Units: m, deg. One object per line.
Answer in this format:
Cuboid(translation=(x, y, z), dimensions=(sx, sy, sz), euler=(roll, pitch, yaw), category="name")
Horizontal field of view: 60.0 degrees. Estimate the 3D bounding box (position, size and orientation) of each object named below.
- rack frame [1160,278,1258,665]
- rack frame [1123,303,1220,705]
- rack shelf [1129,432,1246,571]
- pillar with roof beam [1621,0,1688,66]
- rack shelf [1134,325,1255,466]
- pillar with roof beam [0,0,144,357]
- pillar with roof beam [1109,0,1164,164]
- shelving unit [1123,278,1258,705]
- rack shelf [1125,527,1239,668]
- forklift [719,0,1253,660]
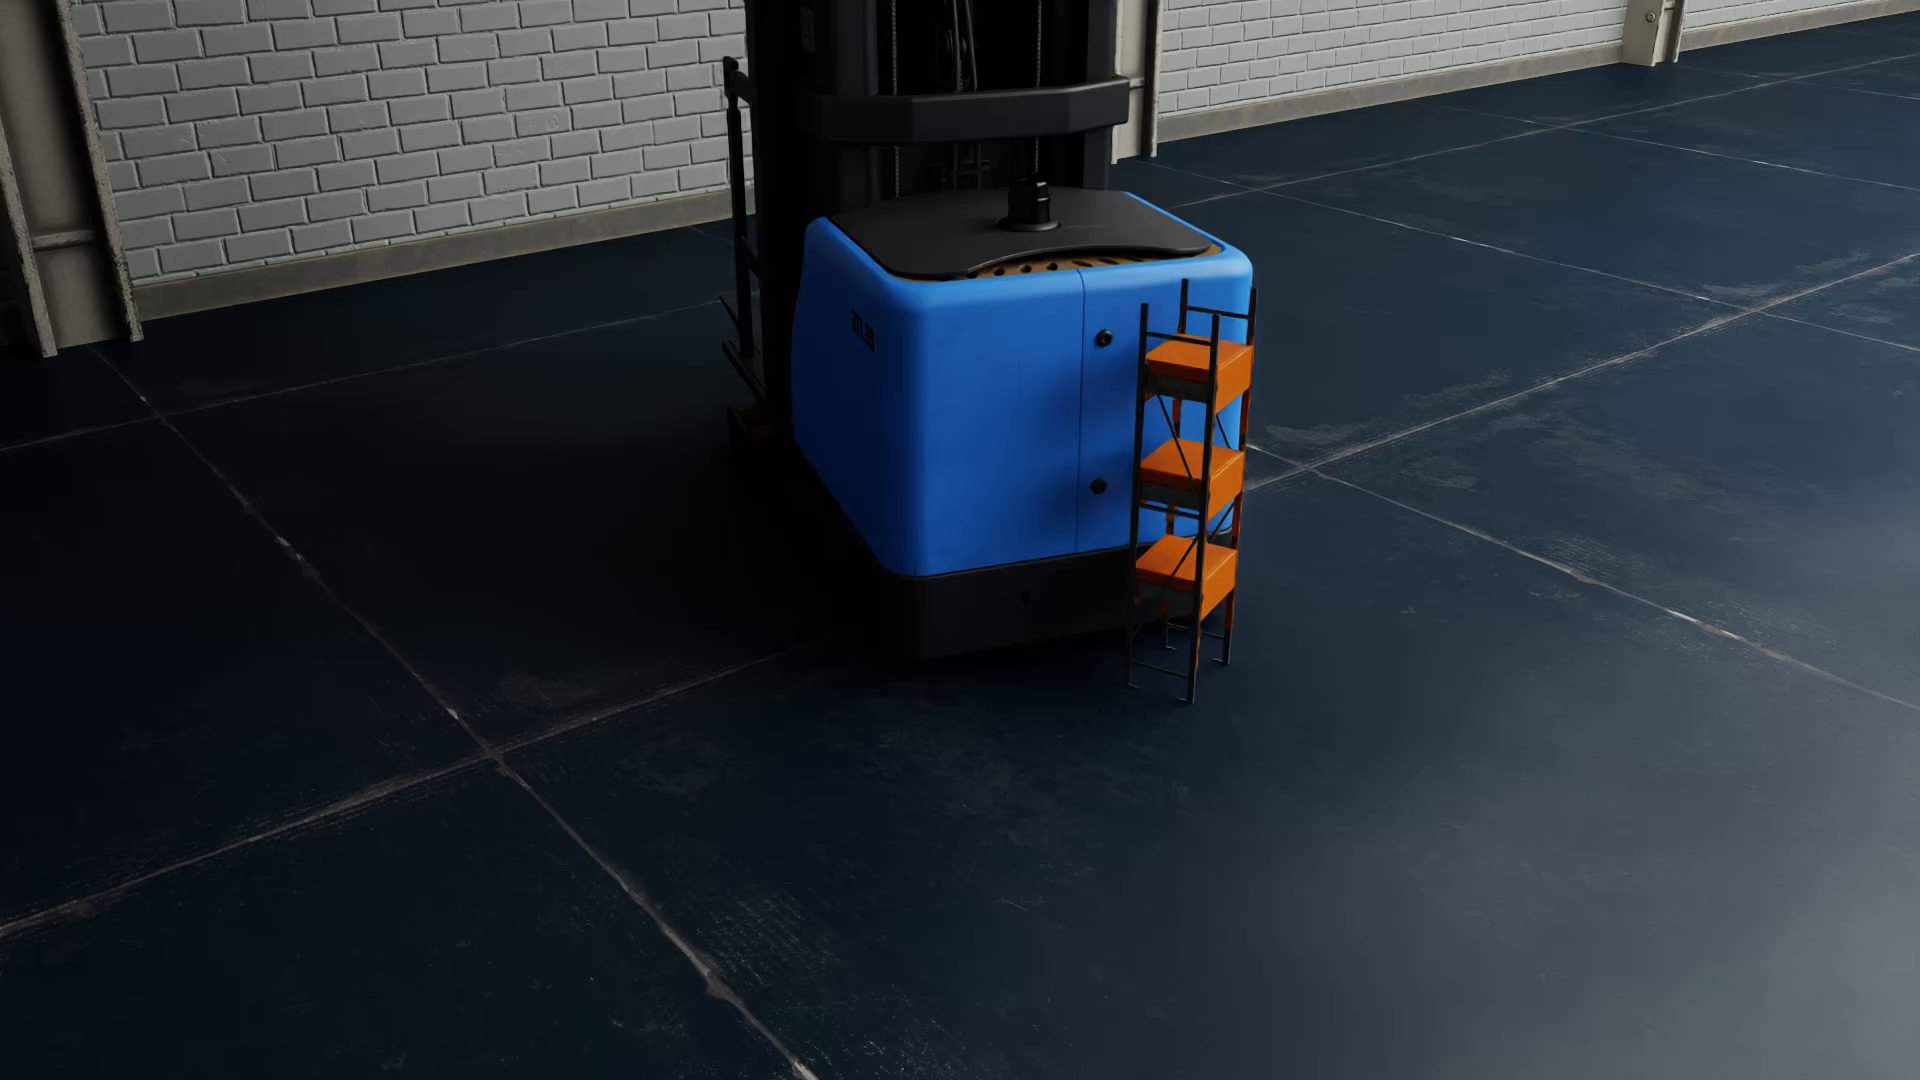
Cuboid(translation=(0.643, -0.159, 4.344), dimensions=(0.200, 1.050, 0.008), euler=(14, 28, 27), category="rack frame")
Cuboid(translation=(0.521, -0.070, 4.153), dimensions=(0.200, 1.050, 0.008), euler=(14, 28, 27), category="rack frame")
Cuboid(translation=(0.582, -0.105, 4.253), dimensions=(0.215, 0.259, 0.240), euler=(14, 28, 27), category="rack shelf")
Cuboid(translation=(8.367, -6.629, 8.844), dimensions=(0.400, 9.000, 9.100), euler=(-18, 31, -34), category="pillar with roof beam")
Cuboid(translation=(0.582, -0.362, 4.134), dimensions=(0.215, 0.259, 0.240), euler=(14, 28, 27), category="rack shelf")
Cuboid(translation=(-1.076, -3.512, 2.127), dimensions=(0.400, 9.000, 9.100), euler=(-18, 31, -34), category="pillar with roof beam")
Cuboid(translation=(3.646, -5.070, 5.486), dimensions=(0.400, 9.000, 9.100), euler=(-18, 31, -34), category="pillar with roof beam")
Cuboid(translation=(0.582, -0.114, 4.249), dimensions=(0.215, 1.050, 0.252), euler=(14, 28, 27), category="shelving unit")
Cuboid(translation=(0.582, 0.148, 4.370), dimensions=(0.215, 0.259, 0.240), euler=(14, 28, 27), category="rack shelf")
Cuboid(translation=(-0.184, -1.608, 5.234), dimensions=(1.130, 2.935, 3.031), euler=(-8, 26, -17), category="forklift")
